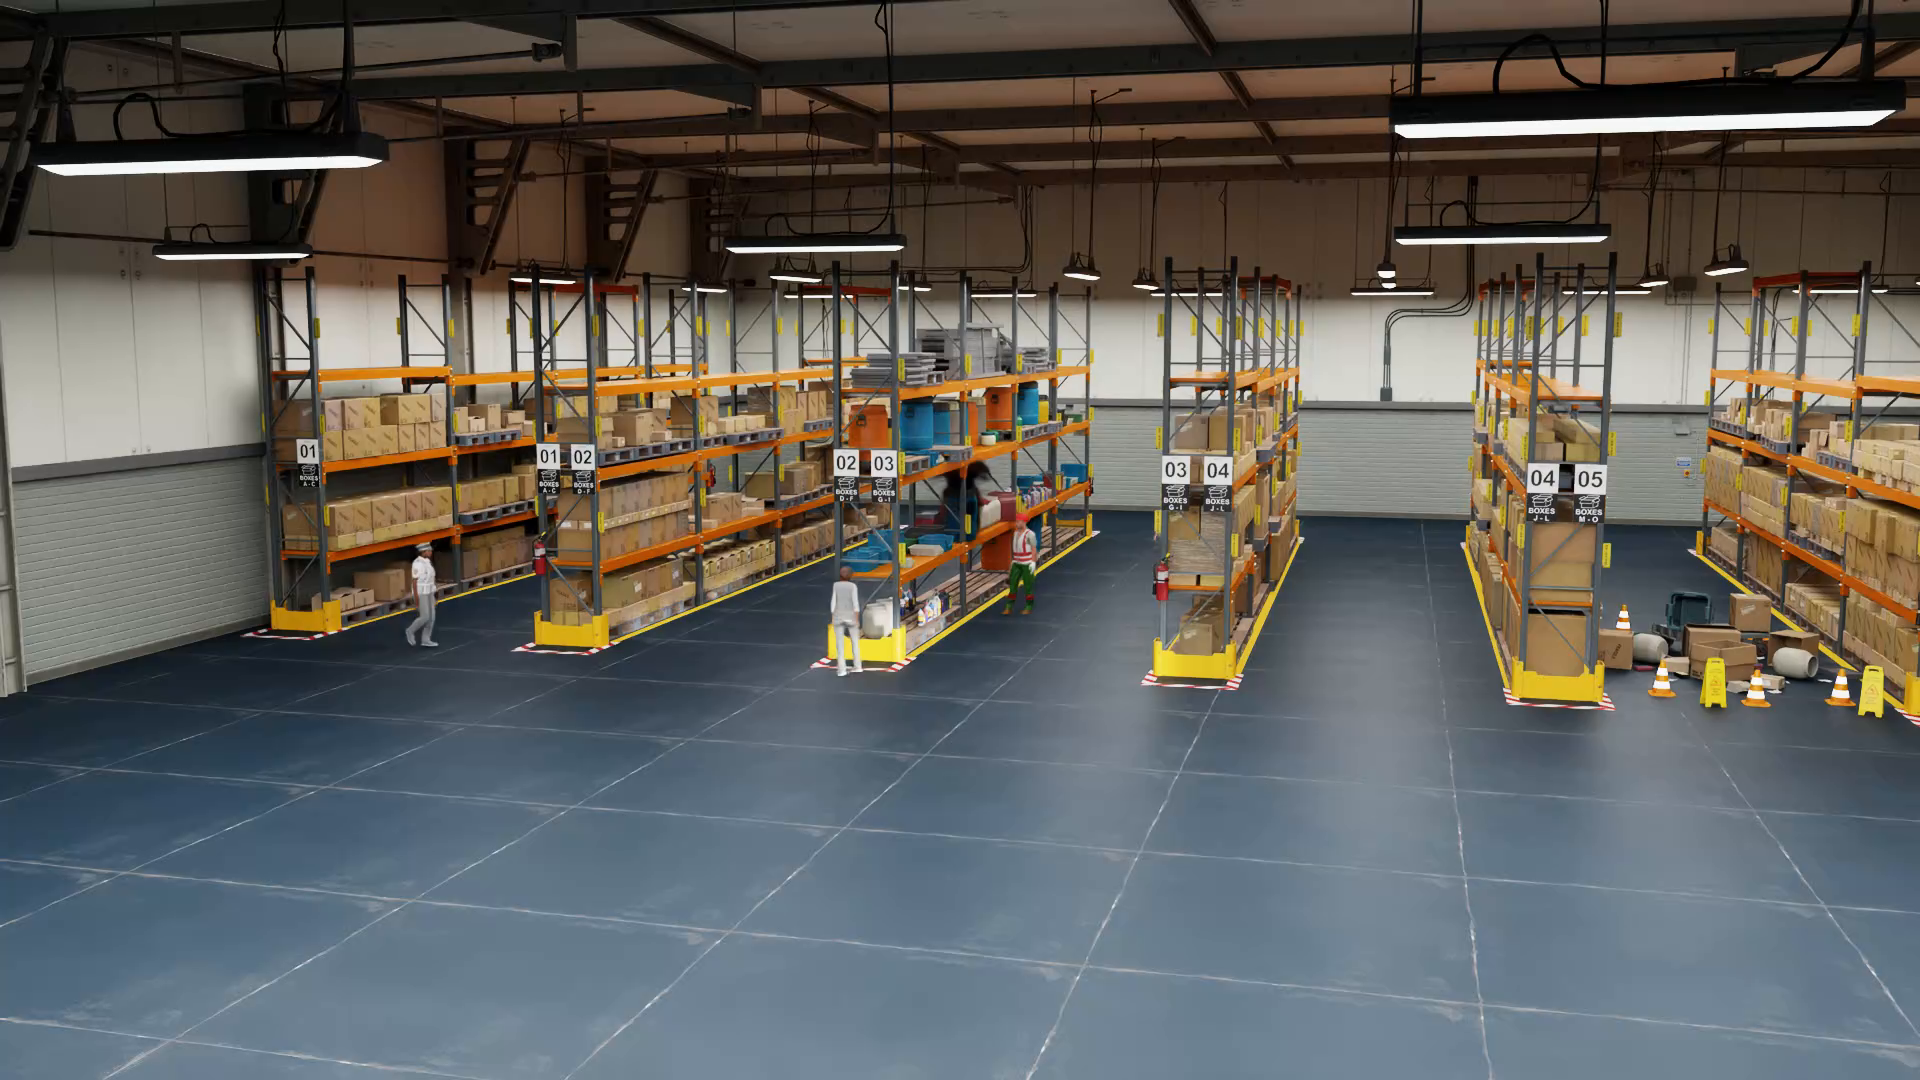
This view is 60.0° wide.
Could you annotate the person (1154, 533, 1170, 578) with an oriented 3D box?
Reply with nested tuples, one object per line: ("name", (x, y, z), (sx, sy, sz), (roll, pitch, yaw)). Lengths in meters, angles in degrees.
("person", (4.185, -0.072, 33.566), (0.516, 1.593, 1.023), (2, 8, 16))

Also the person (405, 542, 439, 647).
("person", (-8.452, 0.851, 26.077), (0.485, 1.669, 0.462), (2, 8, 19))

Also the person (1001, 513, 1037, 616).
("person", (1.049, 0.431, 29.050), (0.541, 1.801, 0.593), (-7, 10, -43))

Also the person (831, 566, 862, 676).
("person", (-1.645, 1.162, 24.095), (0.440, 1.608, 0.503), (0, 7, 3))
